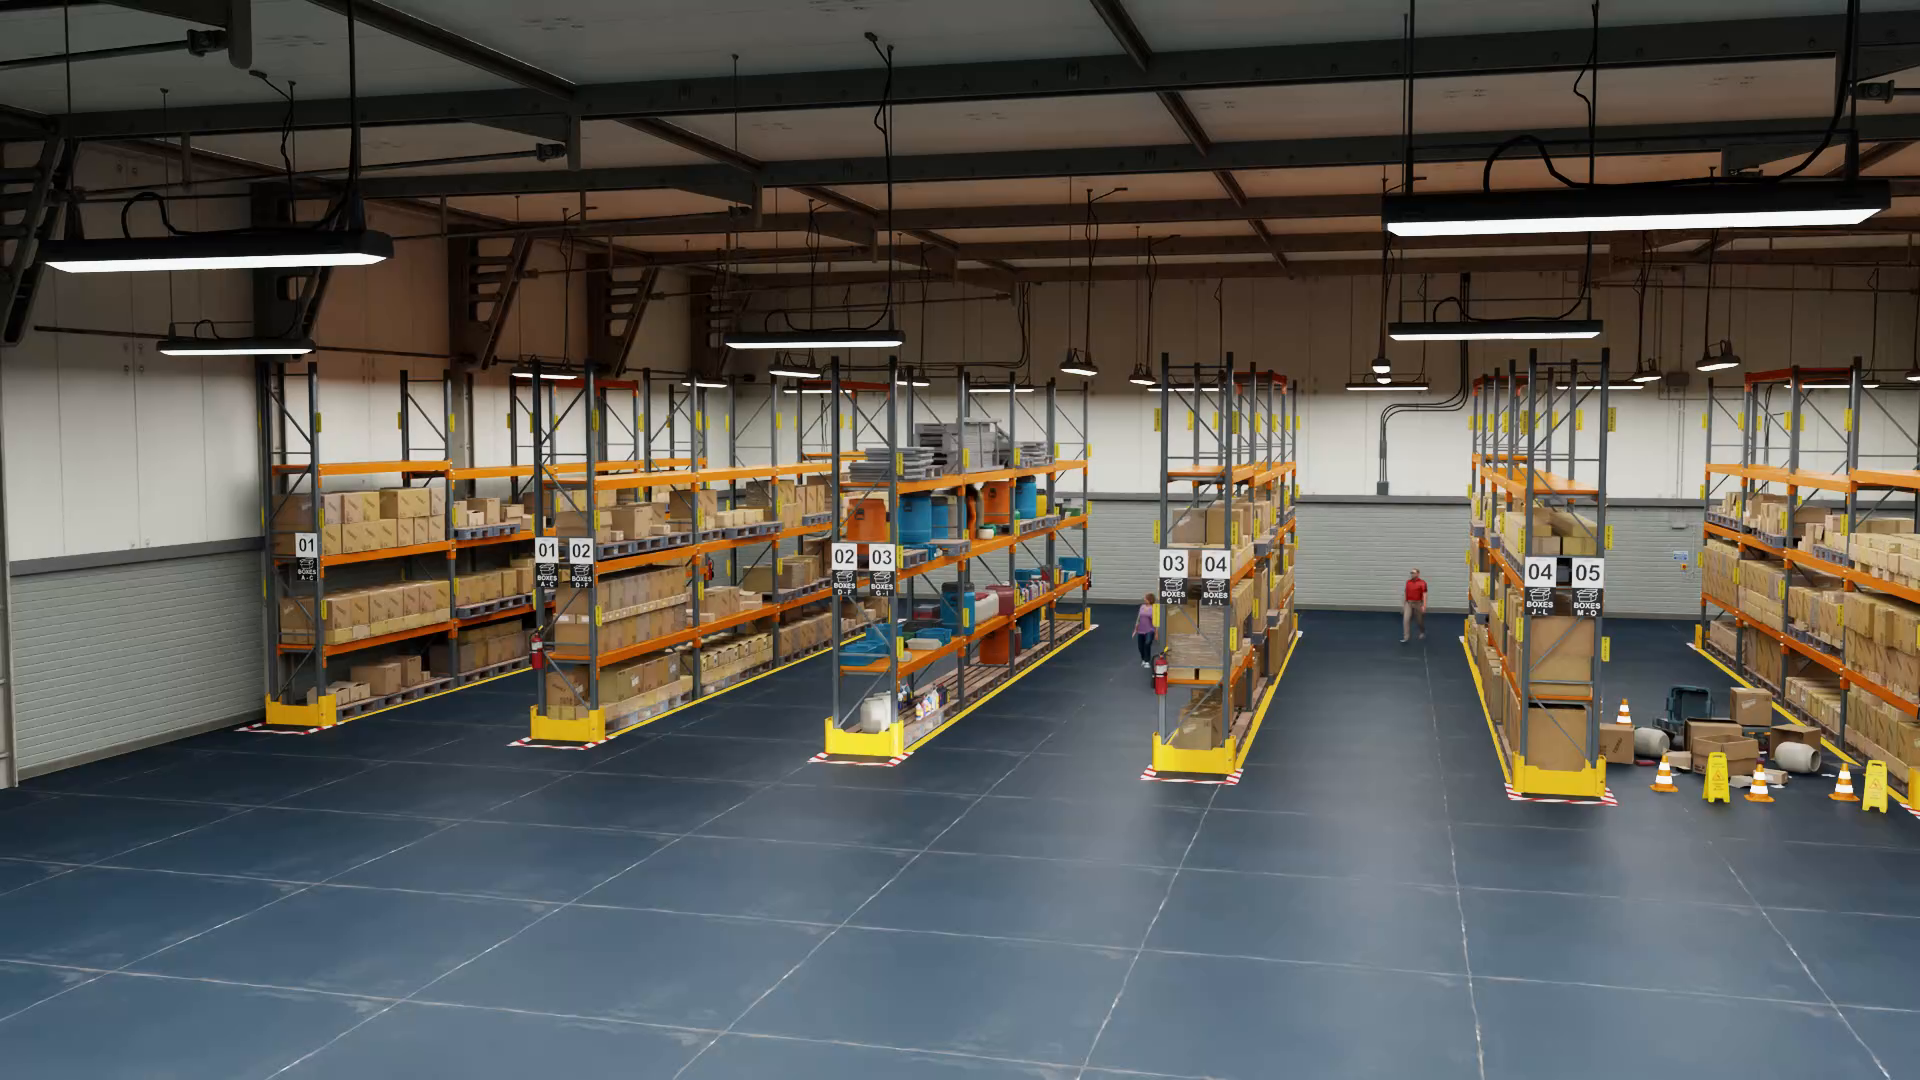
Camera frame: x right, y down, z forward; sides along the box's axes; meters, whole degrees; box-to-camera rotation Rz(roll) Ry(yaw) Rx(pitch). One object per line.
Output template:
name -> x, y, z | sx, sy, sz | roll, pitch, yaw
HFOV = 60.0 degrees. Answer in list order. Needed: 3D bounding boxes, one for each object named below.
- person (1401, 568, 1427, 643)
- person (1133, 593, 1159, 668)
person -> 10.357, 1.484, 37.886 | 0.598, 1.682, 0.911 | 2, 5, 27
person -> 3.616, 1.805, 32.285 | 0.503, 1.388, 0.823 | 1, 4, 12
